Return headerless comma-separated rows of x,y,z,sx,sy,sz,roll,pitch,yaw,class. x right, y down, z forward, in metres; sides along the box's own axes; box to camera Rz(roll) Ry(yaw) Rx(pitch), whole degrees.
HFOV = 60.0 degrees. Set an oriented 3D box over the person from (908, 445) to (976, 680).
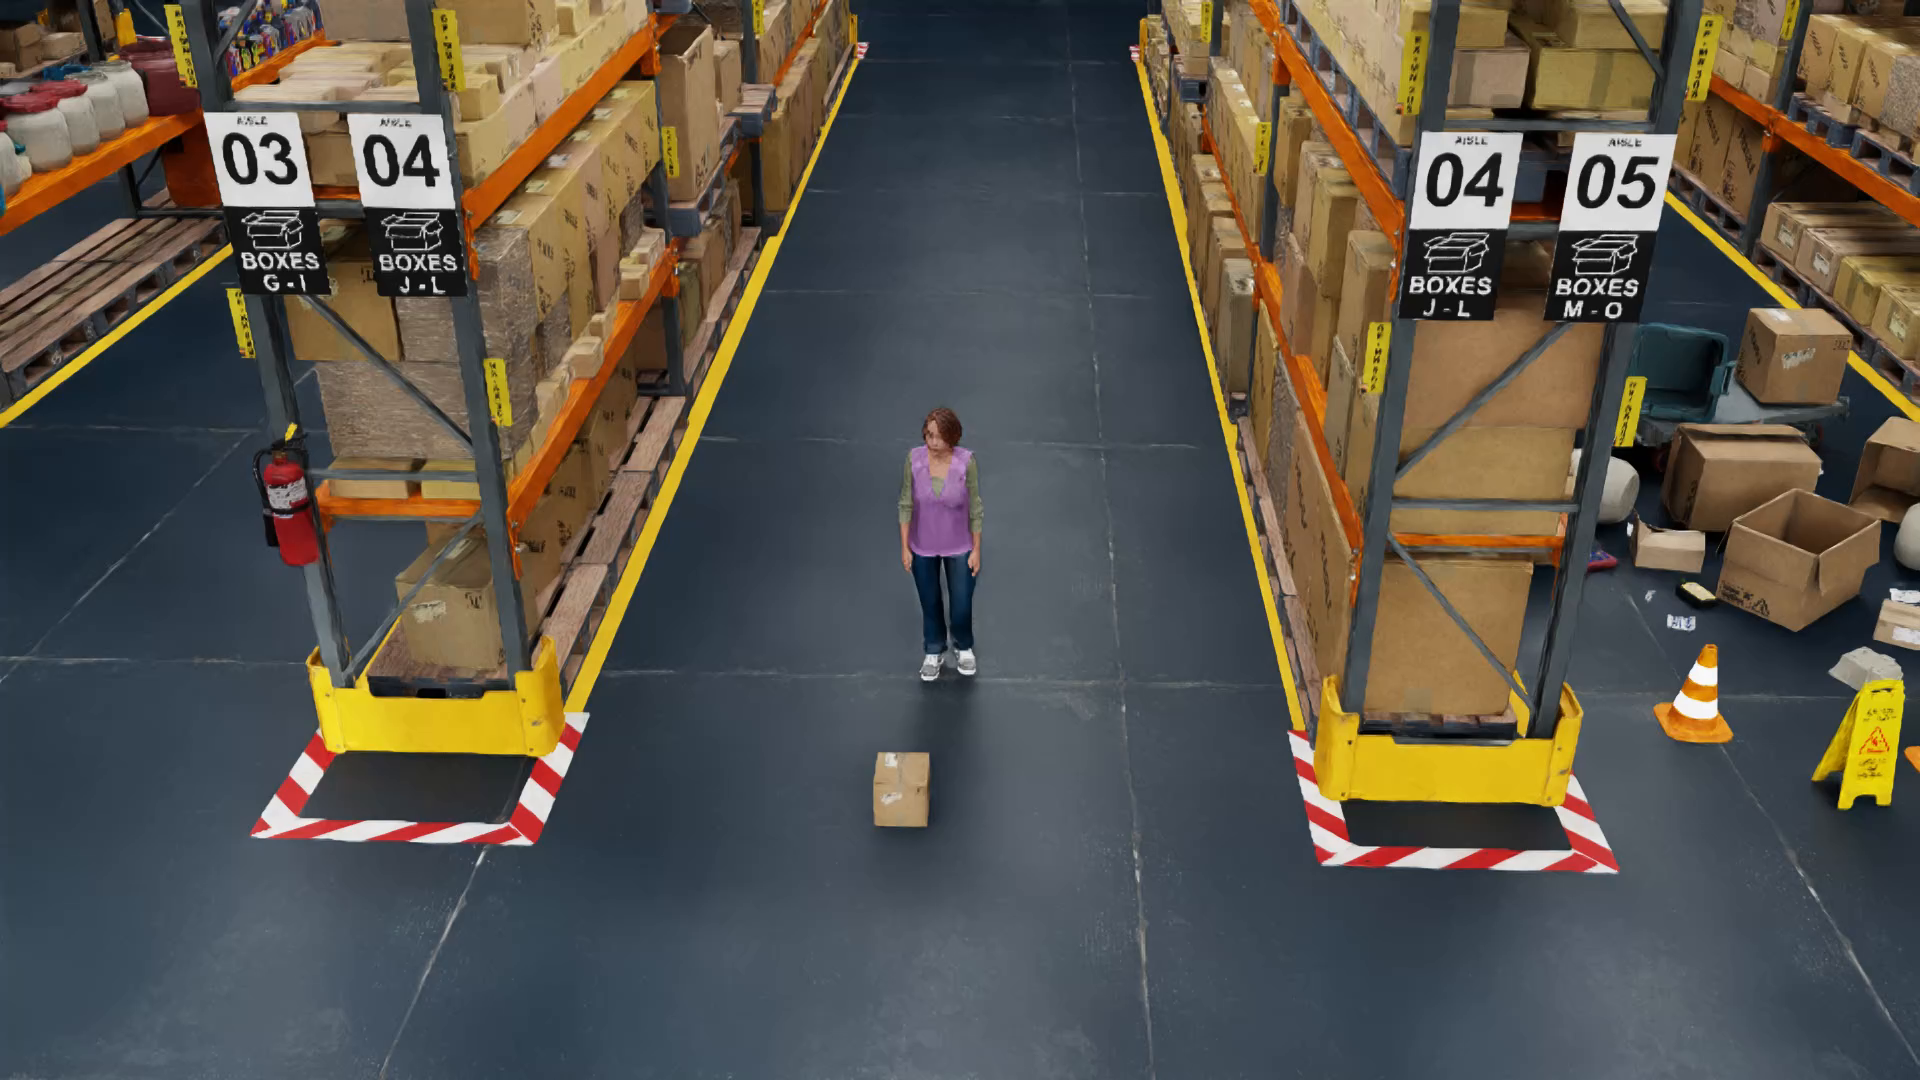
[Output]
-0.088,0.127,8.600,0.351,1.370,0.370,4,29,7,person
